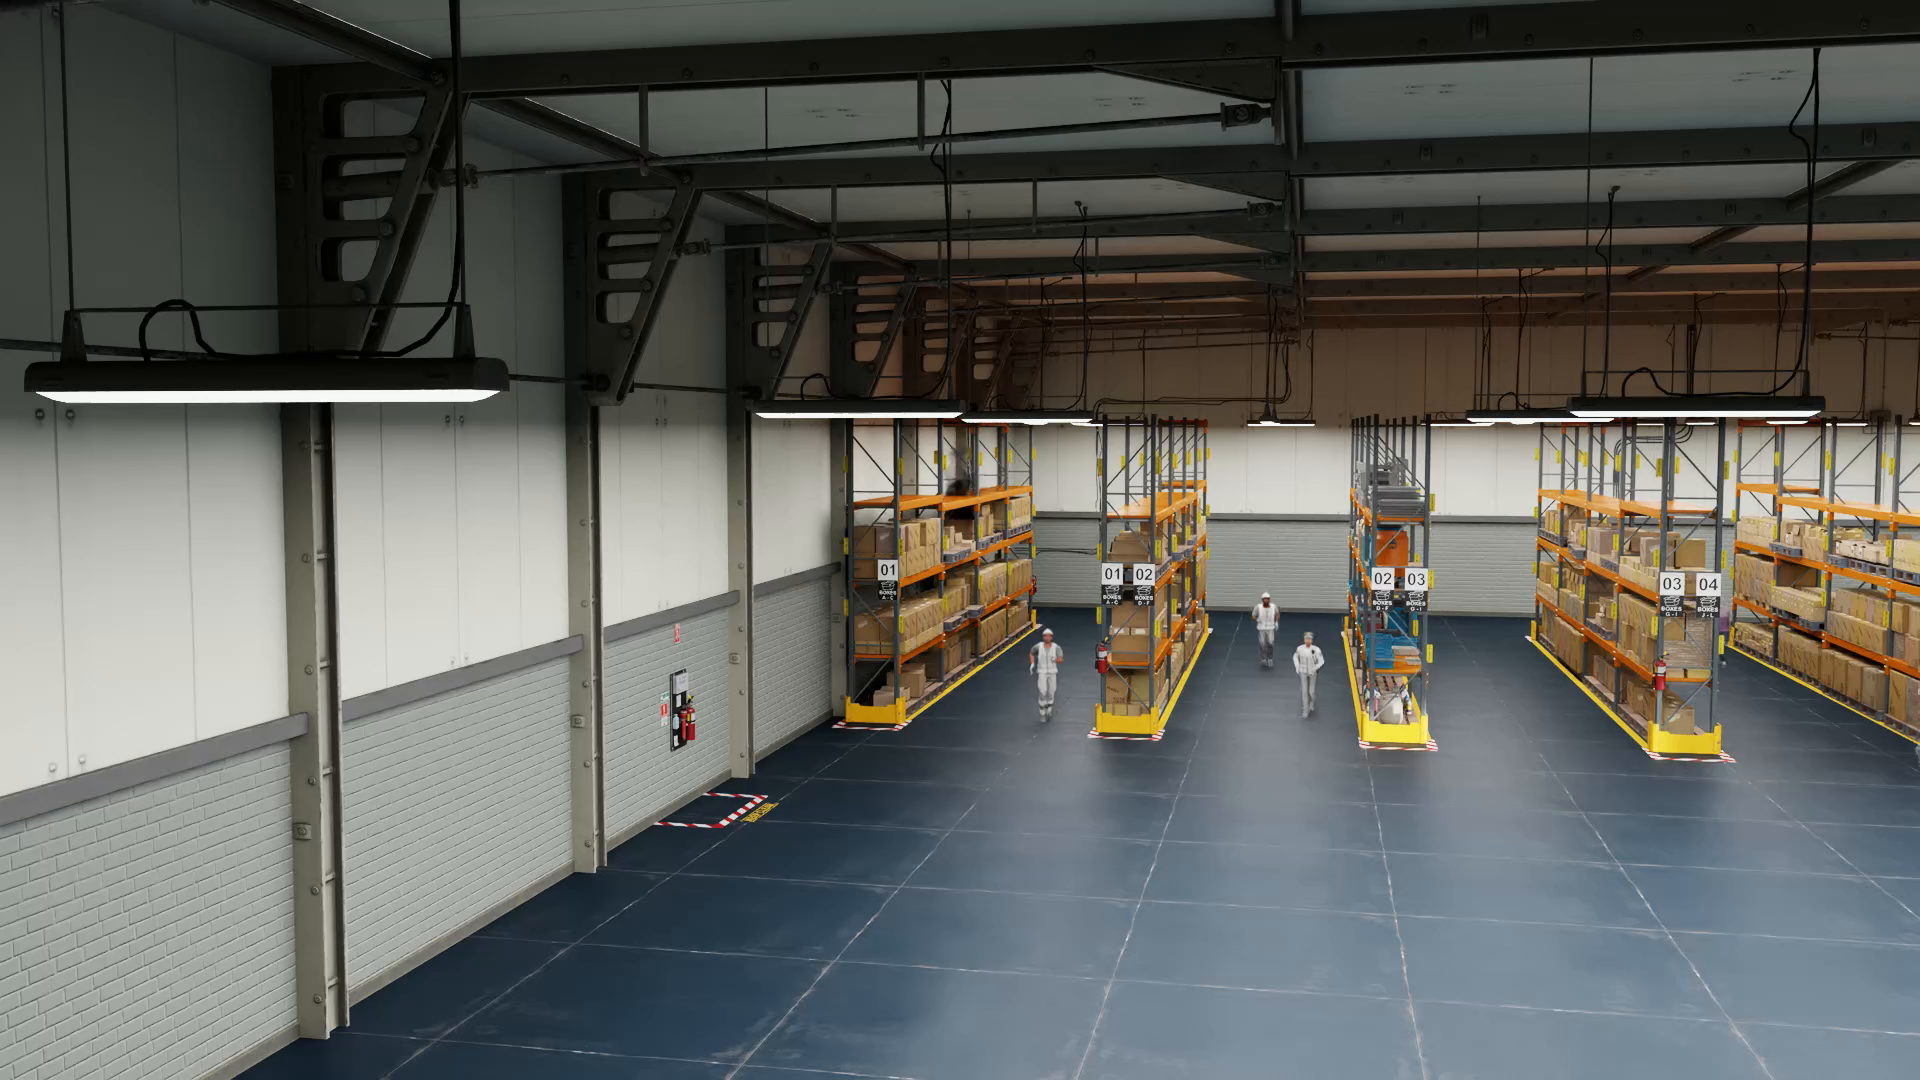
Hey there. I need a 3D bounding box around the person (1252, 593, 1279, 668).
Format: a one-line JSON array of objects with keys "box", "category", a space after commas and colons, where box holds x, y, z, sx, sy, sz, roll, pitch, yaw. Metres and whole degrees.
[{"box": [7.355, 2.182, 40.037, 0.664, 1.818, 0.734, 1, 4, 8], "category": "person"}]

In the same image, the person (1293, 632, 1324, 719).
[{"box": [6.960, 2.675, 33.246, 0.625, 1.703, 0.799, 1, 4, 18], "category": "person"}]

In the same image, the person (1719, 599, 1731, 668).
[{"box": [18.422, 2.283, 40.300, 0.550, 1.521, 0.860, 1, 4, 14], "category": "person"}]

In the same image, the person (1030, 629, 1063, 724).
[{"box": [1.700, 2.659, 32.574, 0.643, 1.844, 0.769, 0, 4, -5], "category": "person"}]
